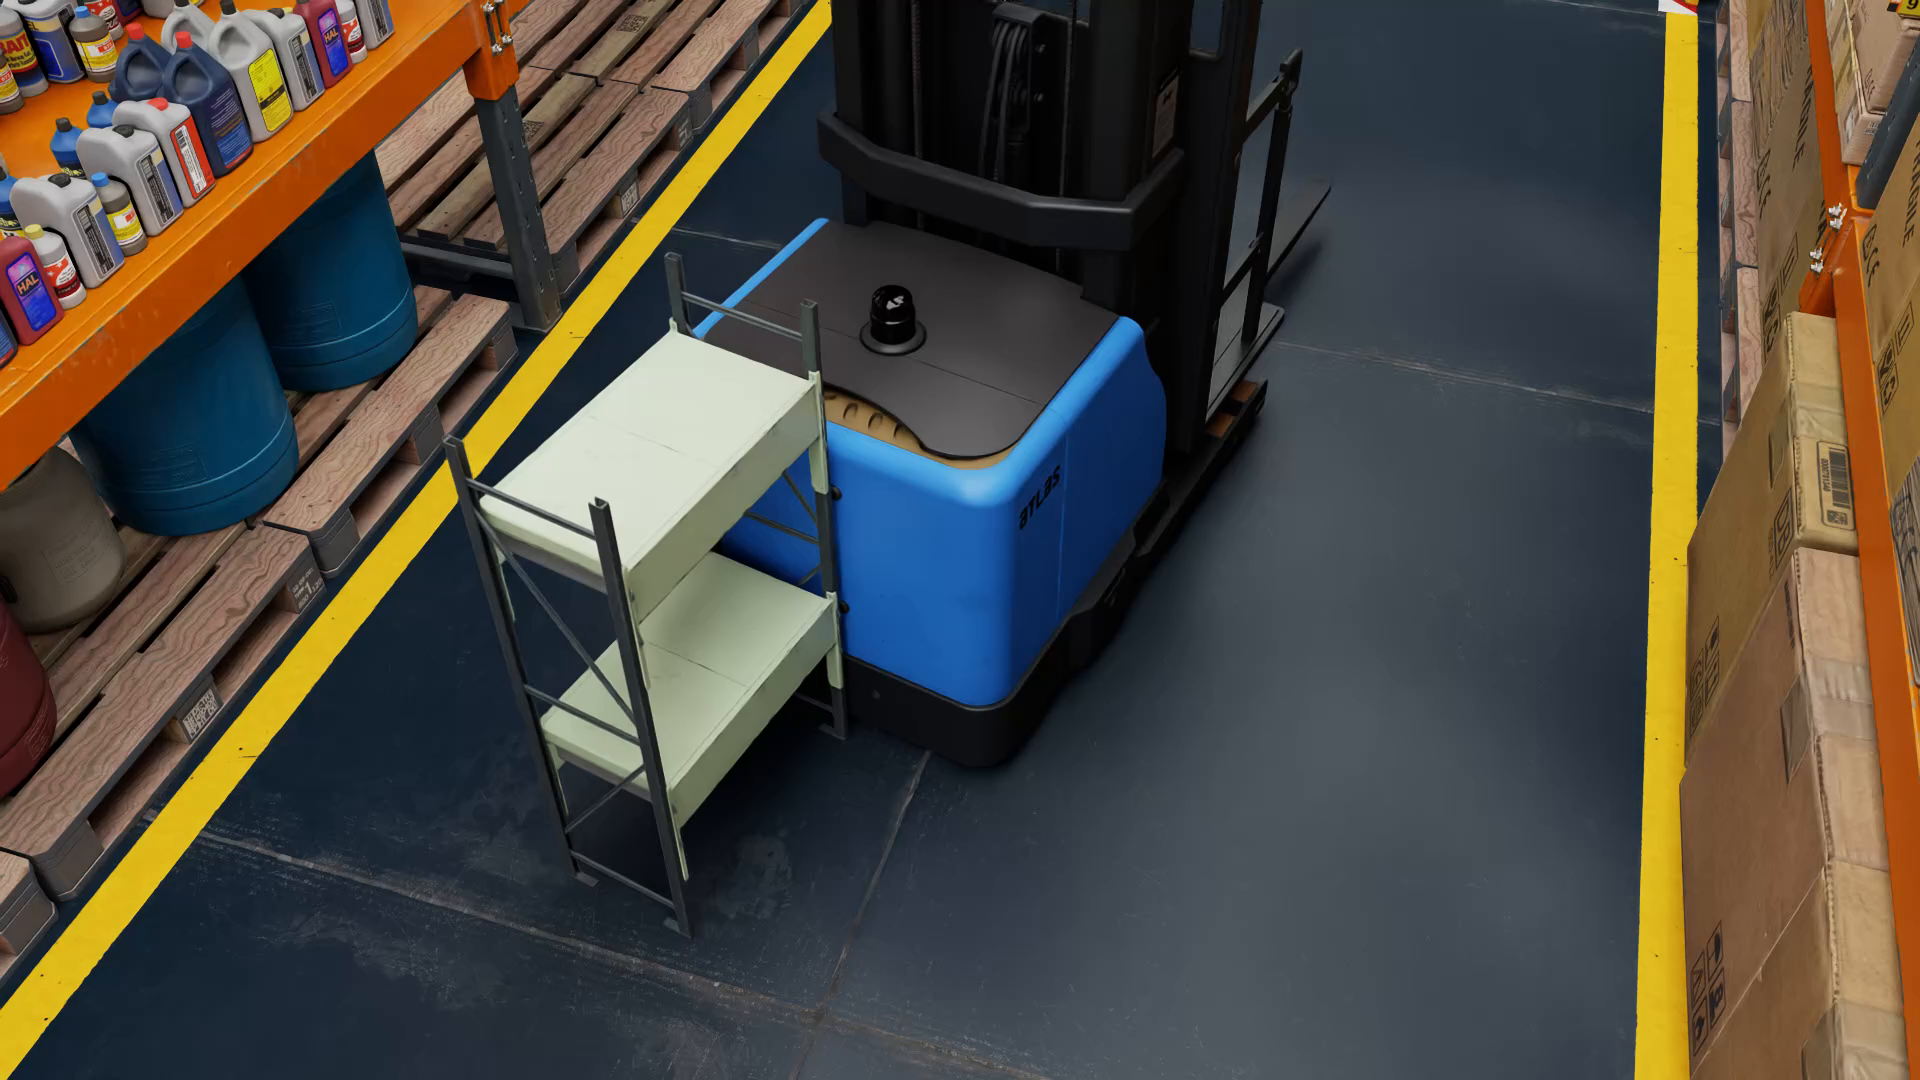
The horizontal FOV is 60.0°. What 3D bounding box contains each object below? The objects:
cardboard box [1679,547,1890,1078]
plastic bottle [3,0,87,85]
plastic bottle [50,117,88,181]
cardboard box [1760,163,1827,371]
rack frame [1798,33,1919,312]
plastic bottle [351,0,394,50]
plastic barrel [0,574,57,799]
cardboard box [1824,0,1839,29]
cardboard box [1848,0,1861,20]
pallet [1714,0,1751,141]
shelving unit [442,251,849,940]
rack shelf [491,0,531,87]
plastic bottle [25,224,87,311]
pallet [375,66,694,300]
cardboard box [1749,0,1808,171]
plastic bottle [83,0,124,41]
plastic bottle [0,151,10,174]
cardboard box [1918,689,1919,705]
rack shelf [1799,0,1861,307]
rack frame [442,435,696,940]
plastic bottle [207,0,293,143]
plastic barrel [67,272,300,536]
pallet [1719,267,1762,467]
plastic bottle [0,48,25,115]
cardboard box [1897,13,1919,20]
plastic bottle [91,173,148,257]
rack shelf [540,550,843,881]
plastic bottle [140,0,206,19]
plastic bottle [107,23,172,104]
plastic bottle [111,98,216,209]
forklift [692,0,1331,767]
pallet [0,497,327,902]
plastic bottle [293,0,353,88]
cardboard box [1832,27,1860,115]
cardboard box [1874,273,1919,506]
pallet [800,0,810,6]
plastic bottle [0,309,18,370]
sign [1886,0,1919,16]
[{"bbox_3d":[2.330,0.728,3.580,1.225,0.875,0.875,11,45,11],"label":"cardboard box"},{"bbox_3d":[-2.560,-1.441,4.666,0.152,0.276,0.135,13,46,13],"label":"plastic bottle"},{"bbox_3d":[-2.186,-0.924,4.142,0.097,0.271,0.097,0,44,0],"label":"plastic bottle"},{"bbox_3d":[3.050,-0.722,5.062,0.875,0.875,0.875,13,46,13],"label":"cardboard box"},{"bbox_3d":[2.774,-0.908,4.033,1.000,3.000,0.127,13,46,13],"label":"rack frame"},{"bbox_3d":[-1.758,-1.581,4.810,0.152,0.276,0.135,13,46,13],"label":"plastic bottle"},{"bbox_3d":[-2.684,0.339,4.183,0.600,0.588,0.708,13,46,13],"label":"plastic barrel"},{"bbox_3d":[2.788,-1.605,4.925,0.380,0.149,0.250,13,46,13],"label":"cardboard box"},{"bbox_3d":[2.812,-1.656,4.692,0.500,0.250,0.500,14,46,14],"label":"cardboard box"},{"bbox_3d":[3.818,-2.028,7.171,1.003,0.211,1.213,13,46,13],"label":"pallet"},{"bbox_3d":[-0.671,0.179,3.995,0.431,1.500,0.755,21,48,21],"label":"shelving unit"},{"bbox_3d":[-1.341,-3.033,6.719,1.077,0.370,4.000,13,46,13],"label":"rack shelf"},{"bbox_3d":[-2.141,-0.648,3.909,0.097,0.201,0.097,0,44,0],"label":"plastic bottle"},{"bbox_3d":[-1.761,-1.459,6.590,1.003,0.211,1.213,13,46,13],"label":"pallet"},{"bbox_3d":[3.592,-1.915,6.281,0.875,0.875,0.875,13,46,13],"label":"cardboard box"},{"bbox_3d":[-2.522,-1.562,4.844,0.097,0.201,0.097,0,44,0],"label":"plastic bottle"},{"bbox_3d":[-2.585,-1.035,4.252,0.152,0.276,0.135,13,46,13],"label":"plastic bottle"},{"bbox_3d":[1.942,0.324,2.702,0.500,0.500,0.500,13,46,13],"label":"cardboard box"},{"bbox_3d":[3.380,-1.984,5.647,1.077,0.370,4.000,13,46,13],"label":"rack shelf"},{"bbox_3d":[-0.850,0.402,3.767,0.400,1.500,0.023,21,48,21],"label":"rack frame"},{"bbox_3d":[-1.913,-1.257,4.425,0.144,0.351,0.185,13,46,13],"label":"plastic bottle"},{"bbox_3d":[-2.342,-0.526,4.843,0.600,0.901,0.708,13,46,13],"label":"plastic barrel"},{"bbox_3d":[3.079,-0.401,5.509,1.003,0.211,1.213,13,46,13],"label":"pallet"},{"bbox_3d":[-2.651,-1.278,4.553,0.097,0.201,0.097,0,44,0],"label":"plastic bottle"},{"bbox_3d":[2.658,-1.592,4.090,0.500,0.500,0.500,14,46,14],"label":"cardboard box"},{"bbox_3d":[-2.071,-0.802,4.067,0.097,0.201,0.097,0,44,0],"label":"plastic bottle"},{"bbox_3d":[-0.671,0.412,4.223,0.431,0.370,0.720,21,48,21],"label":"rack shelf"},{"bbox_3d":[-2.374,-1.746,4.925,0.144,0.351,0.185,13,46,13],"label":"plastic bottle"},{"bbox_3d":[-2.106,-1.165,4.331,0.144,0.351,0.185,13,46,13],"label":"plastic bottle"},{"bbox_3d":[-2.021,-1.002,4.218,0.152,0.276,0.135,13,46,13],"label":"plastic bottle"},{"bbox_3d":[0.380,-1.454,4.640,1.130,2.935,3.031,21,48,21],"label":"forklift"},{"bbox_3d":[-2.587,0.361,4.730,1.003,0.211,1.213,13,46,13],"label":"pallet"},{"bbox_3d":[-1.784,-1.420,4.640,0.061,0.283,0.133,13,46,13],"label":"plastic bottle"},{"bbox_3d":[2.632,-1.263,4.575,0.380,0.149,0.250,13,46,13],"label":"cardboard box"},{"bbox_3d":[2.245,-0.355,3.396,0.500,0.500,0.500,13,46,13],"label":"cardboard box"},{"bbox_3d":[-1.022,-3.085,8.252,1.003,0.211,1.213,13,46,13],"label":"pallet"},{"bbox_3d":[-2.246,-0.523,3.675,0.144,0.351,0.185,13,46,13],"label":"plastic bottle"},{"bbox_3d":[2.245,-1.362,3.822,0.100,0.325,0.005,13,46,13],"label":"sign"}]
